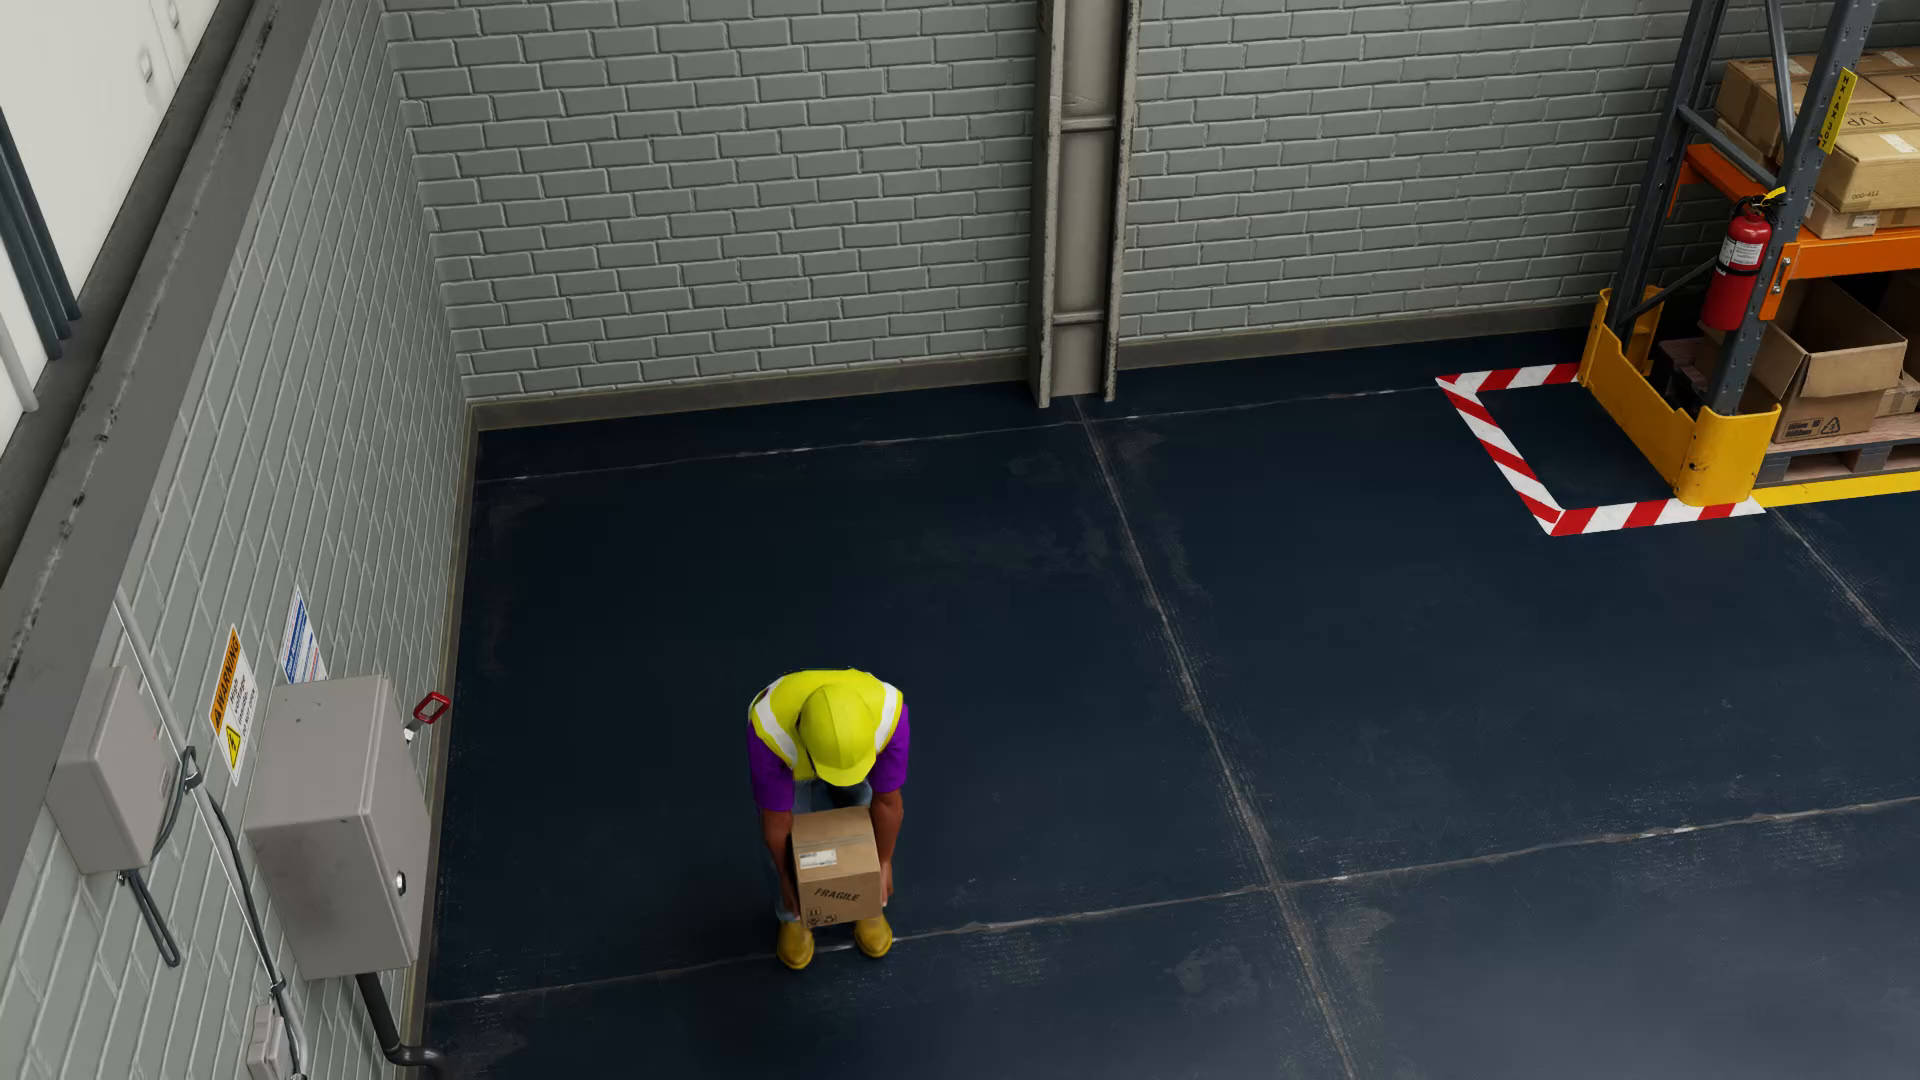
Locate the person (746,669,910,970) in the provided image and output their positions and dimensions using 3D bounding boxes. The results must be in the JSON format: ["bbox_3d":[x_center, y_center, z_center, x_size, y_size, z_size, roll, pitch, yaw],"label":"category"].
[{"bbox_3d":[-0.398,0.860,5.228,0.488,1.542,0.802,-7,39,-9],"label":"person"}]
